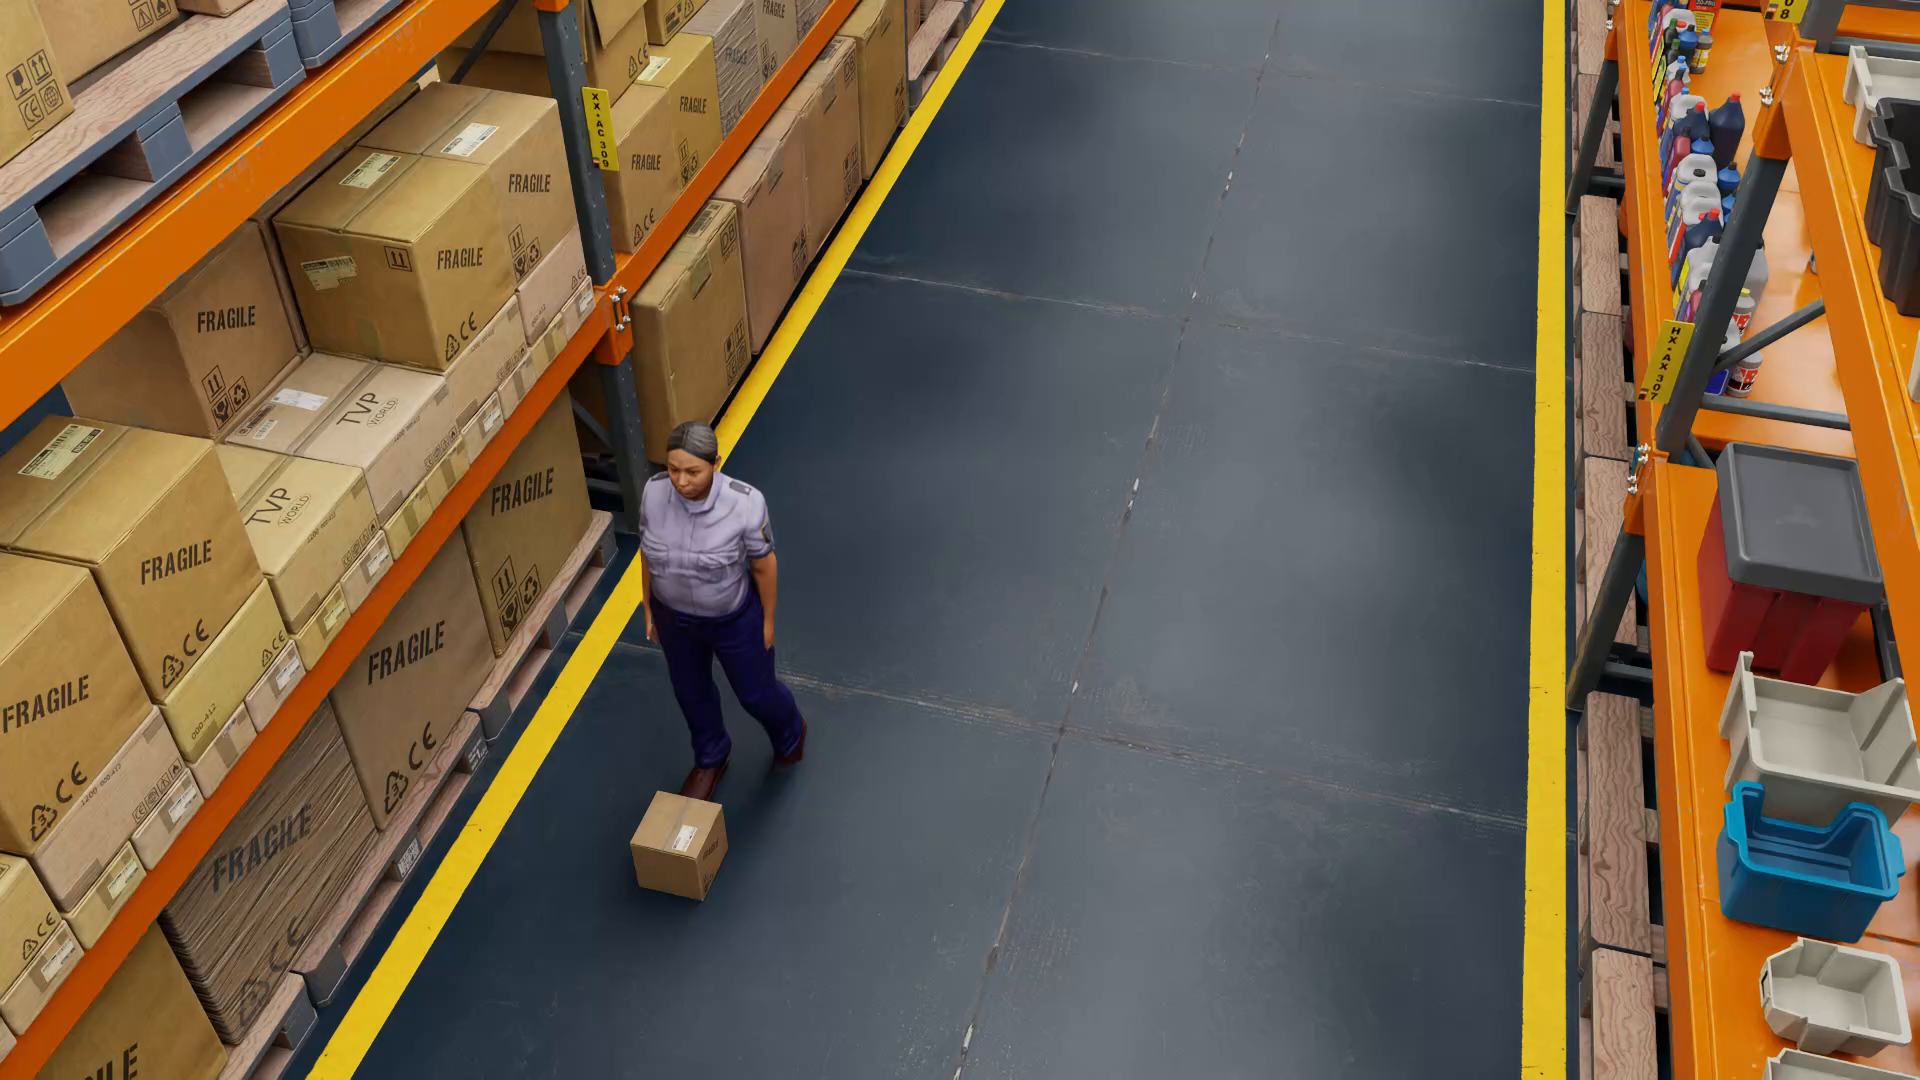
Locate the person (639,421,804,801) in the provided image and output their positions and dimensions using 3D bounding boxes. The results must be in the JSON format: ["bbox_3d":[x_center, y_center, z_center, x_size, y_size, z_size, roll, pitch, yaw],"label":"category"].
[{"bbox_3d":[-0.878,0.298,5.886,0.484,1.725,0.472,10,42,11],"label":"person"}]
